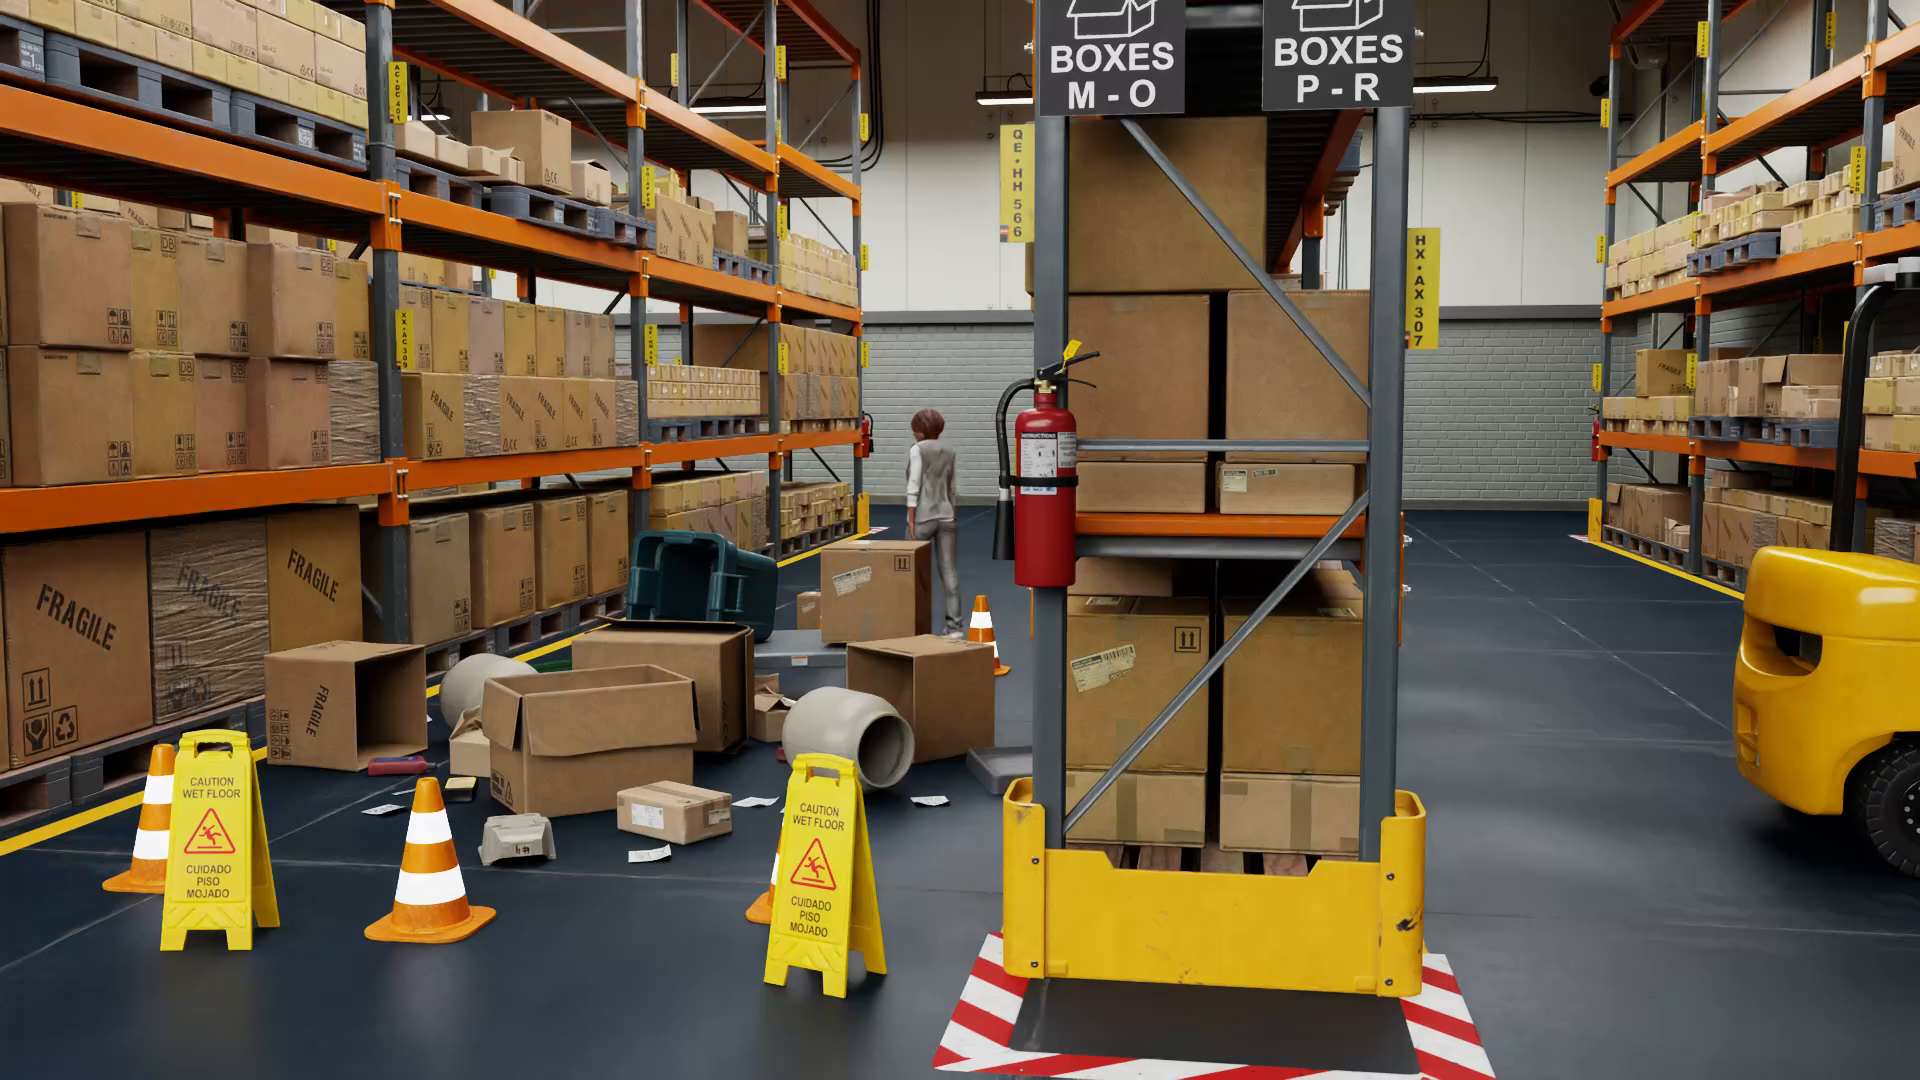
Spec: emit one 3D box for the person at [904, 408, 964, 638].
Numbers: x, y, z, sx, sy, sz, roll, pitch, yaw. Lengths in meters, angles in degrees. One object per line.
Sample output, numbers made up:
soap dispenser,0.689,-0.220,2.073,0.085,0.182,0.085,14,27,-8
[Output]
person,-0.197,-0.105,11.346,0.426,1.575,0.766,-3,5,-29
